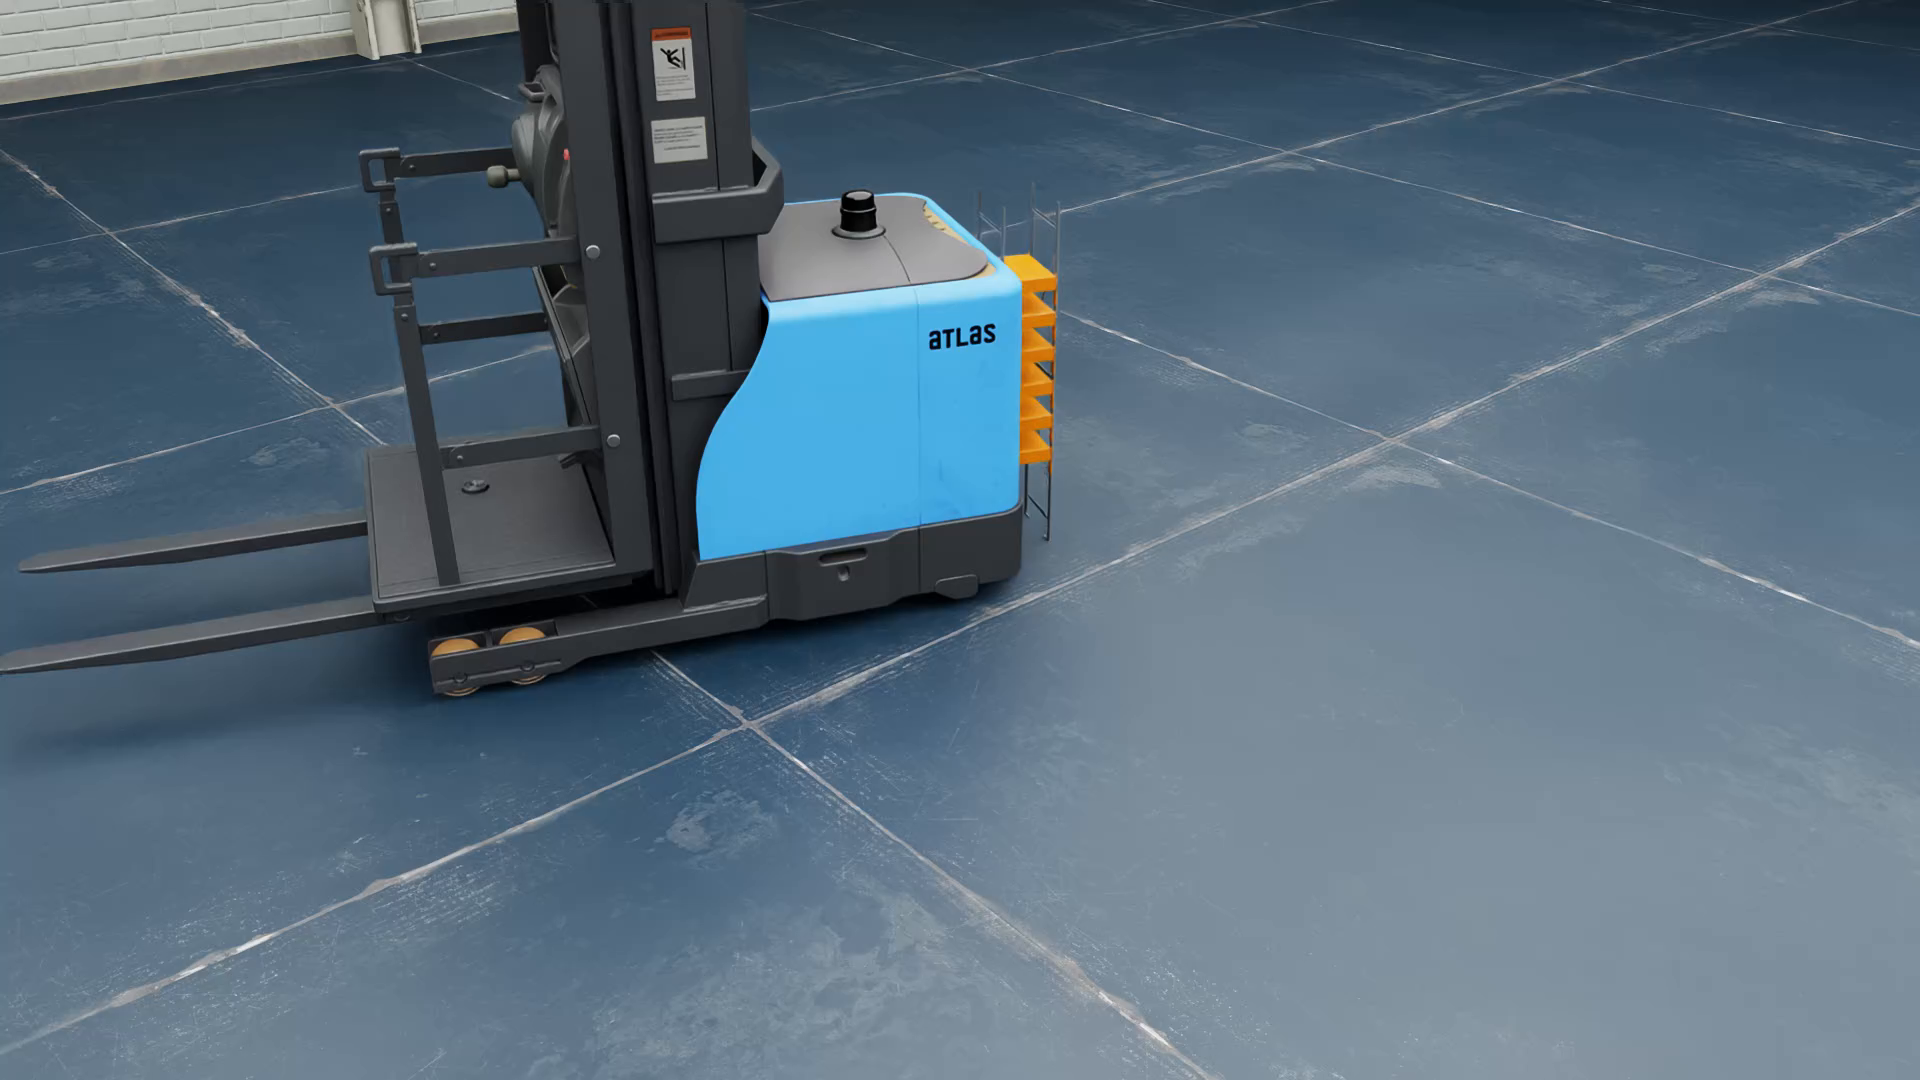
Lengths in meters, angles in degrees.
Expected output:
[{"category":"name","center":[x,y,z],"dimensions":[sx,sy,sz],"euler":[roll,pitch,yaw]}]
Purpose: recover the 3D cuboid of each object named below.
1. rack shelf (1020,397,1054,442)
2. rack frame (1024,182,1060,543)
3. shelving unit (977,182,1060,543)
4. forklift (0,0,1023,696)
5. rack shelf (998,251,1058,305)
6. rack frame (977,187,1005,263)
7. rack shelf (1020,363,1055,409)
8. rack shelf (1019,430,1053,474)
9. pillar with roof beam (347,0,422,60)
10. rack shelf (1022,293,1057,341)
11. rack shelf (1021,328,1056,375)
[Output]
[{"category":"rack shelf","center":[0.183,-0.414,5.600],"dimensions":[0.180,0.103,0.258],"euler":[-9,29,-17]},{"category":"rack frame","center":[0.270,-0.573,5.549],"dimensions":[0.006,1.200,0.240],"euler":[-9,29,-17]},{"category":"shelving unit","center":[0.183,-0.559,5.523],"dimensions":[0.189,1.200,0.258],"euler":[-9,29,-17]},{"category":"forklift","center":[-1.372,-1.114,4.724],"dimensions":[3.031,2.935,1.130],"euler":[-9,30,-17]},{"category":"rack shelf","center":[0.183,-0.837,5.374],"dimensions":[0.180,0.103,0.258],"euler":[-9,29,-17]},{"category":"rack frame","center":[0.097,-0.545,5.496],"dimensions":[0.006,1.200,0.240],"euler":[-9,29,-17]},{"category":"rack shelf","center":[0.183,-0.520,5.544],"dimensions":[0.180,0.103,0.258],"euler":[-9,29,-17]},{"category":"rack shelf","center":[0.183,-0.308,5.657],"dimensions":[0.180,0.103,0.258],"euler":[-9,29,-17]},{"category":"pillar with roof beam","center":[-1.575,-6.154,7.719],"dimensions":[0.400,9.000,9.100],"euler":[-22,35,-35]},{"category":"rack shelf","center":[0.183,-0.731,5.430],"dimensions":[0.180,0.103,0.258],"euler":[-9,29,-17]},{"category":"rack shelf","center":[0.183,-0.625,5.487],"dimensions":[0.180,0.103,0.258],"euler":[-9,29,-17]}]
